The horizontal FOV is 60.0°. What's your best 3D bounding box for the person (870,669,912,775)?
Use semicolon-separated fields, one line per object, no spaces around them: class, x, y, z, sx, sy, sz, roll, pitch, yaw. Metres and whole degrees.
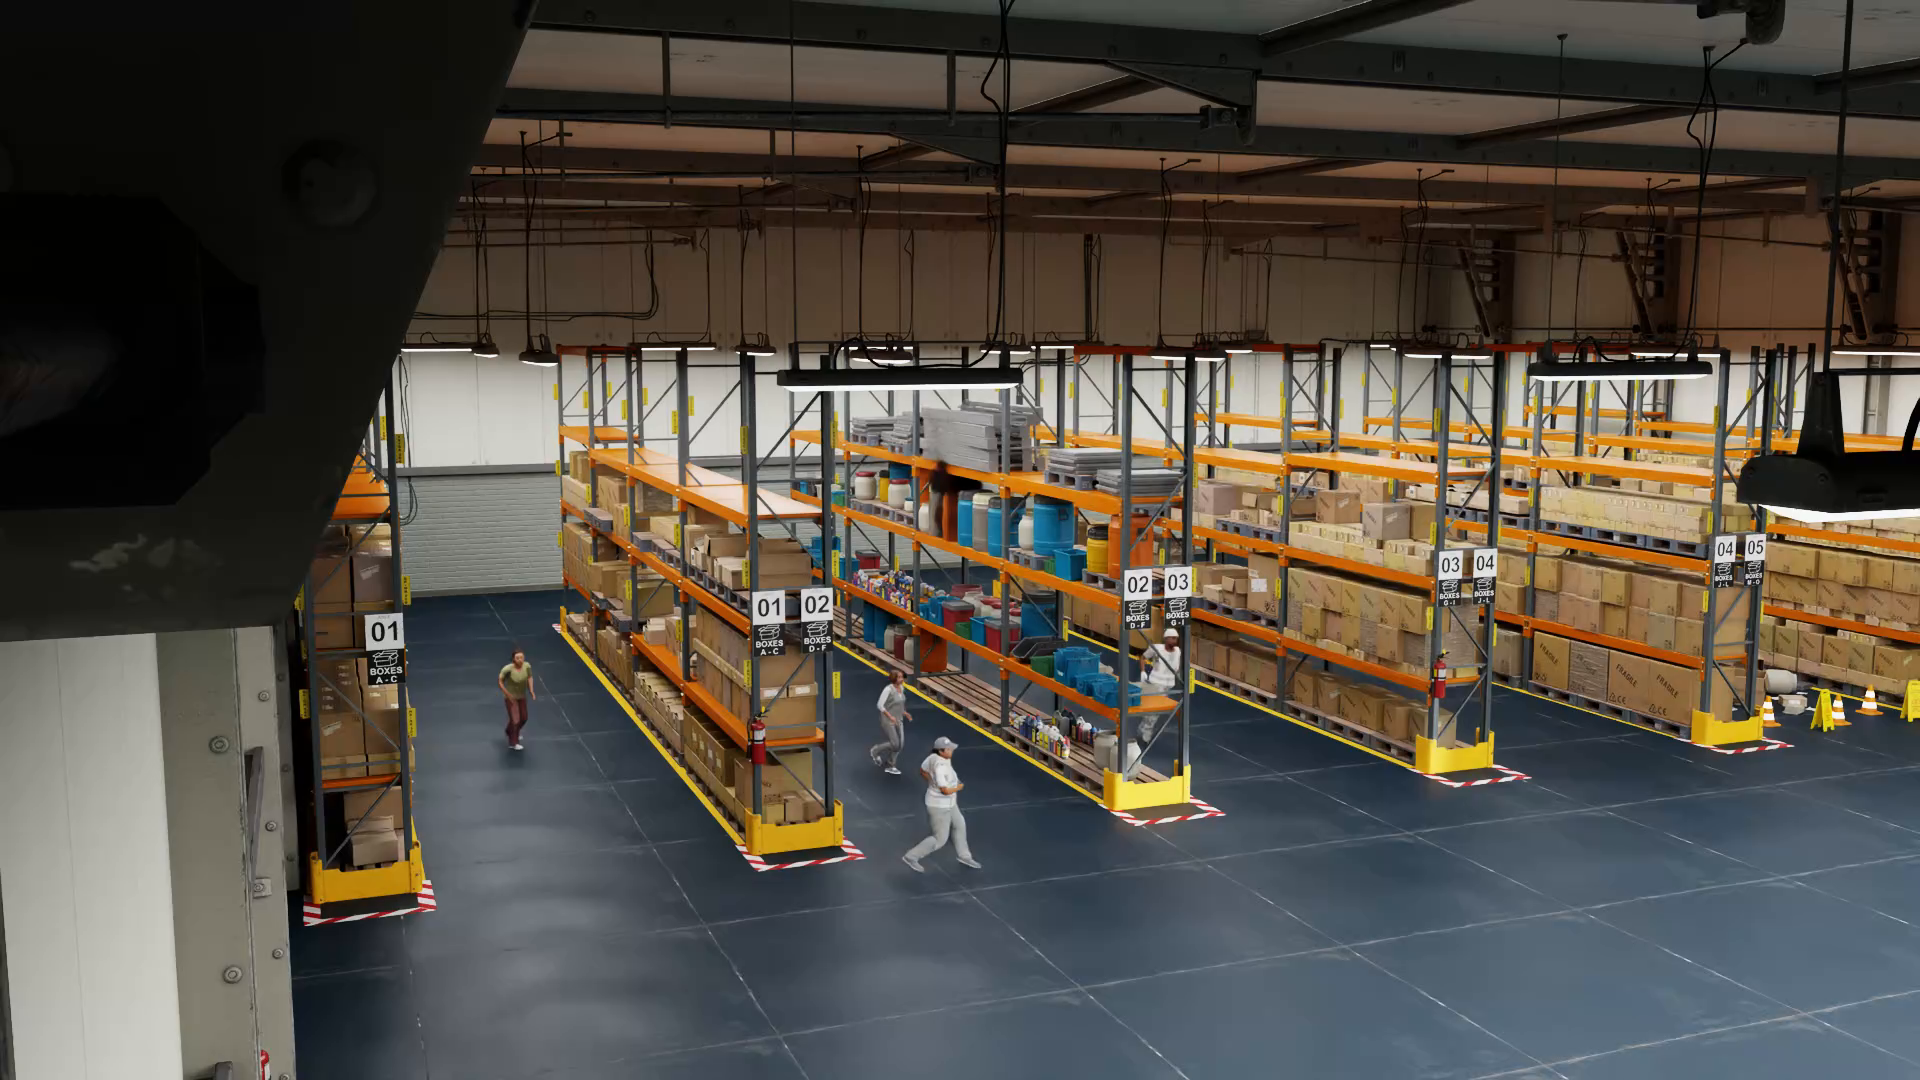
person;-1.021;2.578;23.710;0.578;1.534;0.539;5;9;37

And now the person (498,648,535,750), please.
person;-6.748;2.371;25.104;0.773;1.577;0.578;6;10;41

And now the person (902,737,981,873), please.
person;-0.209;3.085;19.264;0.933;1.662;0.640;0;7;-2

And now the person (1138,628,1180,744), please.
person;3.080;2.213;25.521;0.805;1.722;0.802;-4;8;-29

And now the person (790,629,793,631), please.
person;-3.195;1.821;28.693;0.679;1.789;0.718;-5;9;-34
